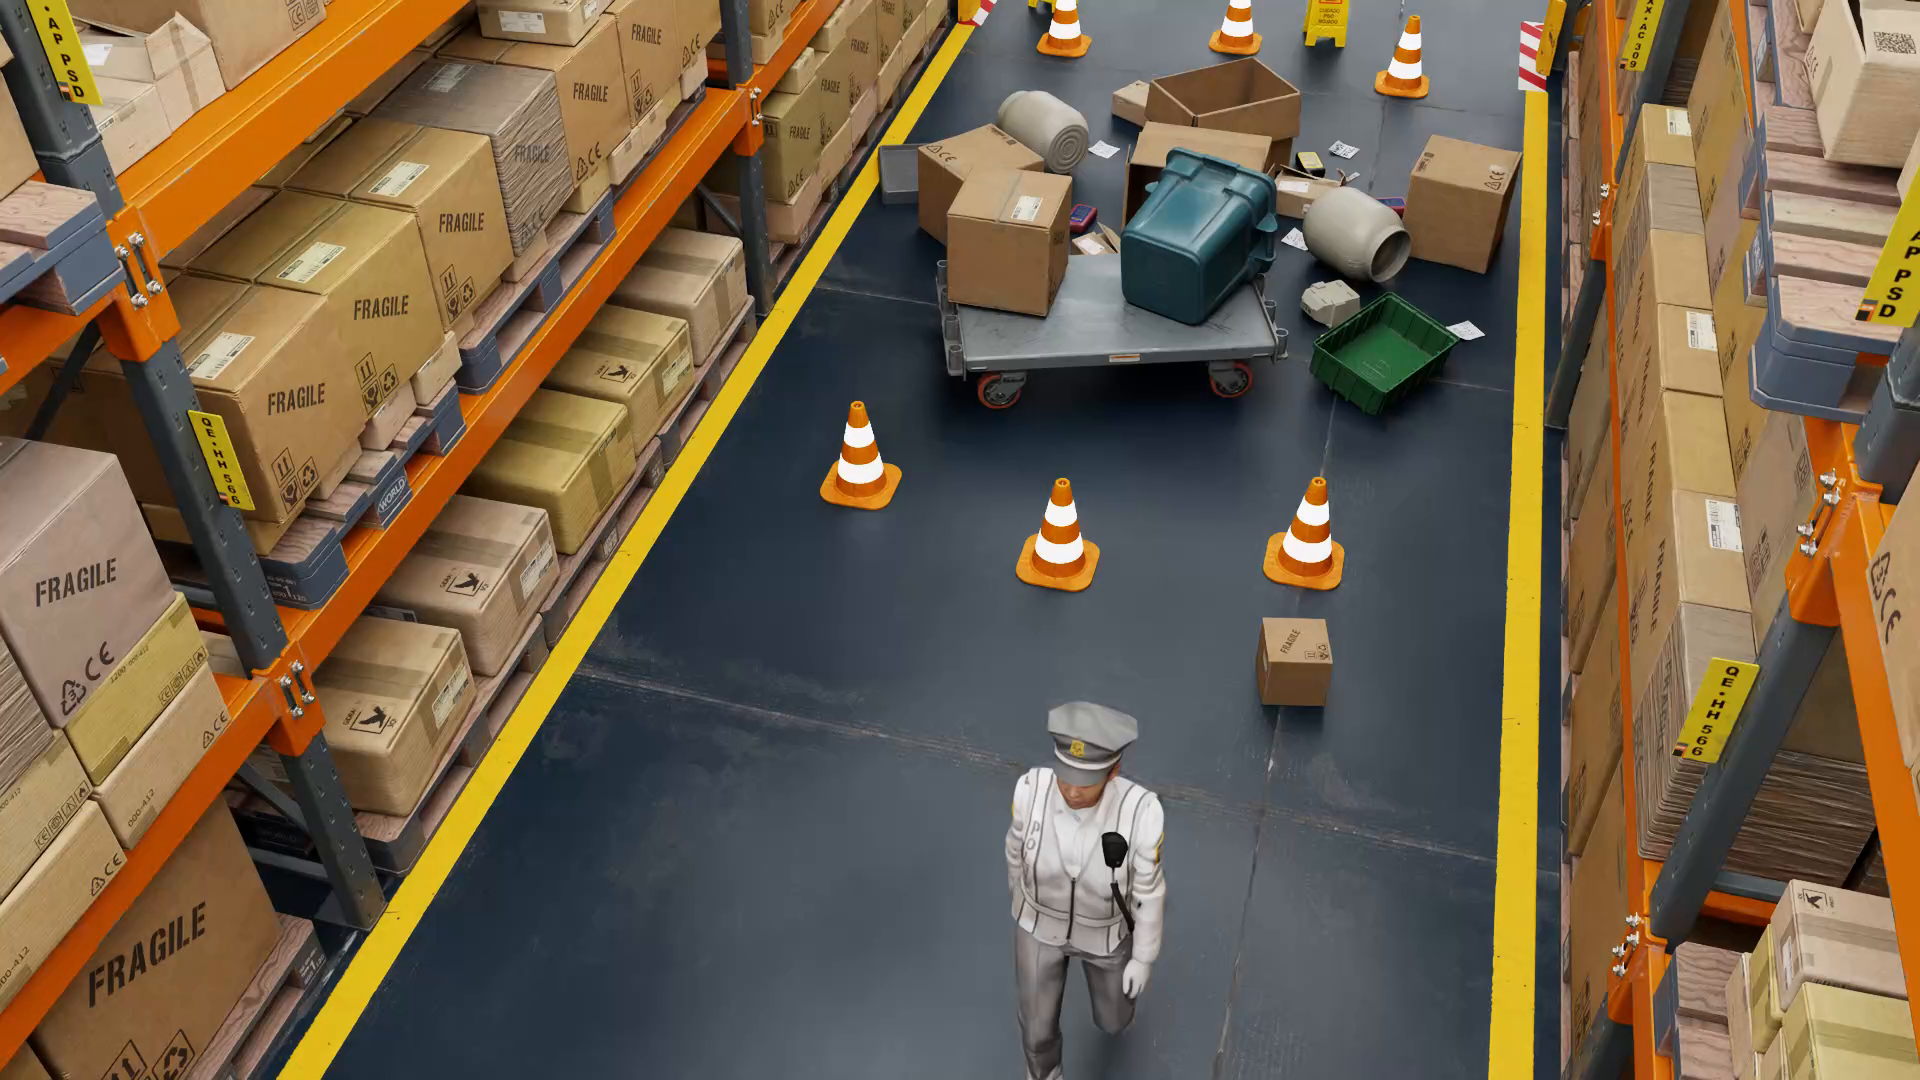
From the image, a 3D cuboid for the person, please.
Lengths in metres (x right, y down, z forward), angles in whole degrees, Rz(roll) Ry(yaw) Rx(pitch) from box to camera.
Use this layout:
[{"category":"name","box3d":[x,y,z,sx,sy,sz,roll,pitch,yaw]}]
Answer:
[{"category":"person","box3d":[0.359,1.074,4.883,0.488,1.662,0.711,9,42,10]}]
